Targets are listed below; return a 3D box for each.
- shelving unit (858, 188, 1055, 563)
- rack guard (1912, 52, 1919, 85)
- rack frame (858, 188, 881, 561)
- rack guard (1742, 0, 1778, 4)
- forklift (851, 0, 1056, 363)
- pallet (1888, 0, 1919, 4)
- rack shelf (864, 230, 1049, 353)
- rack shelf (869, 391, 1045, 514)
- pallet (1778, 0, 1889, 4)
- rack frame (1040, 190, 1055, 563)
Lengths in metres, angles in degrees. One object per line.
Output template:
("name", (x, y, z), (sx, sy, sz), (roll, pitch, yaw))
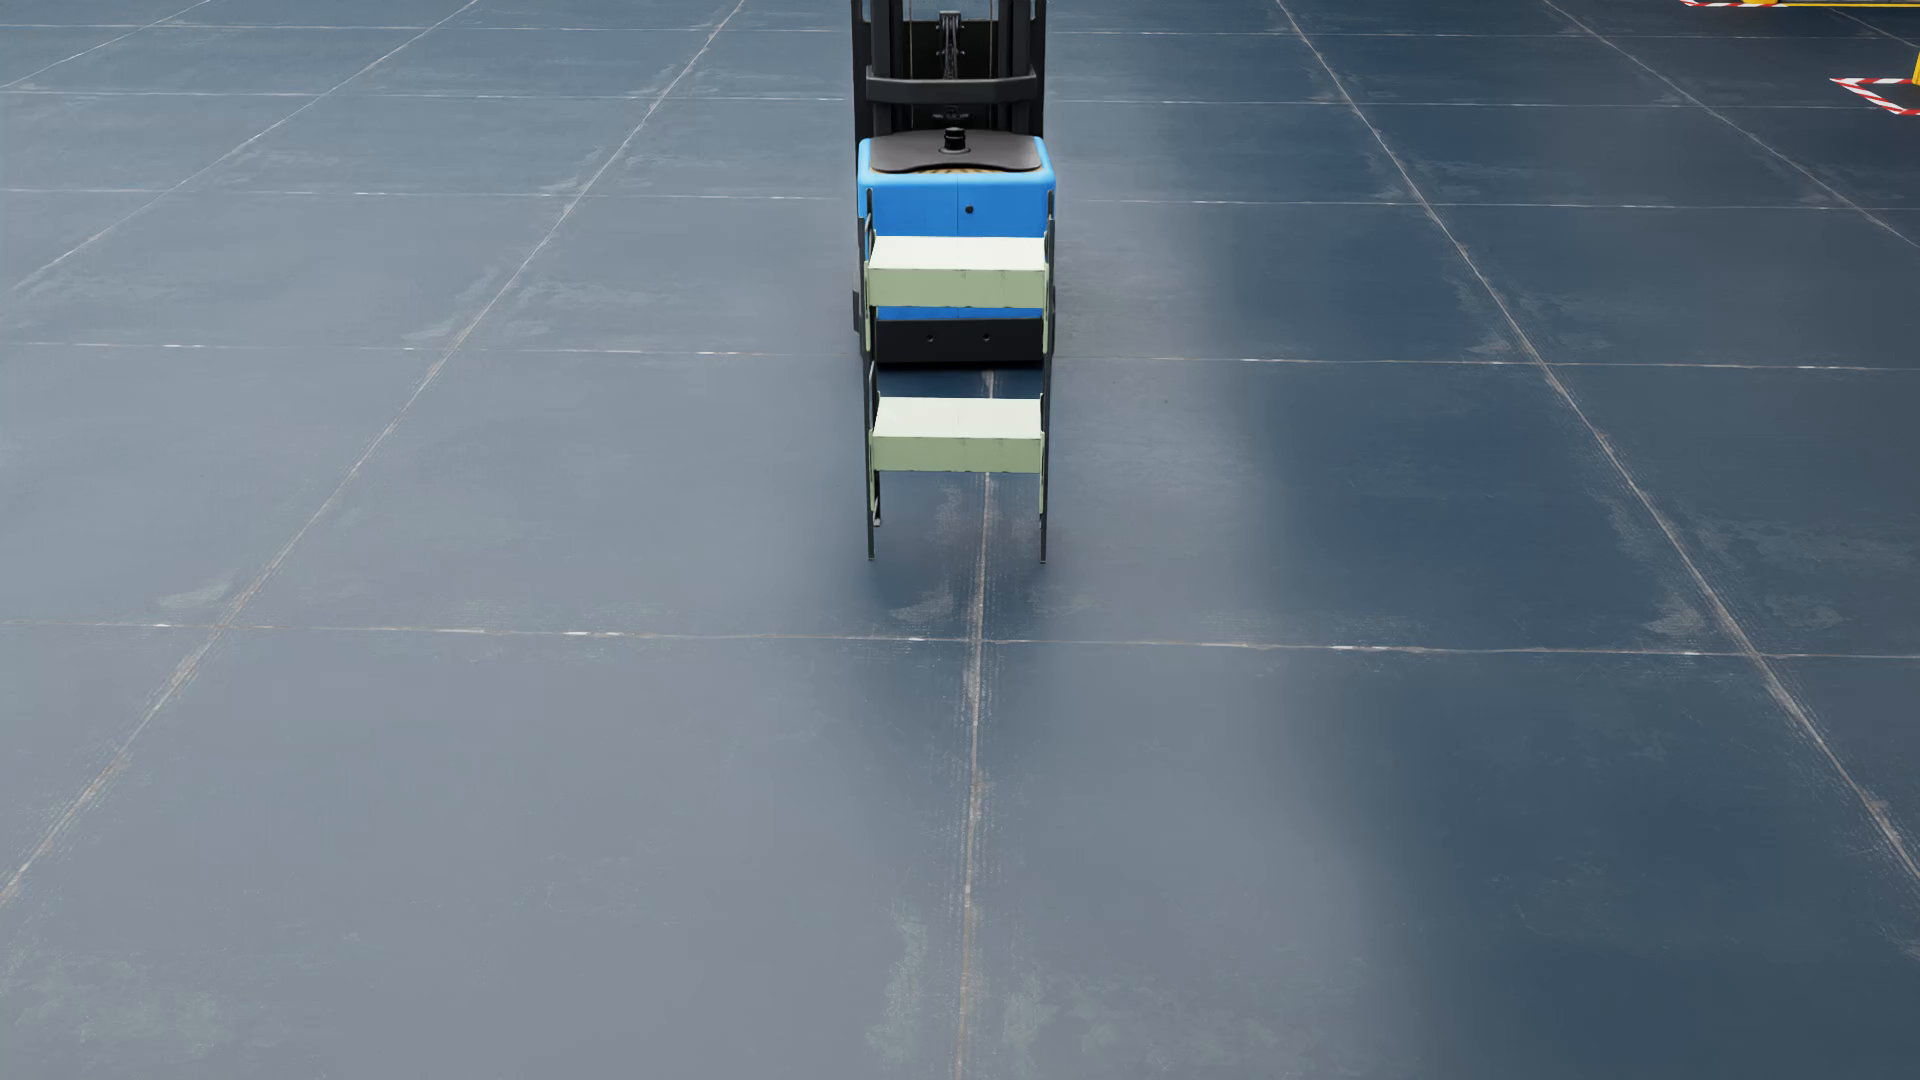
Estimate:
("shelving unit", (-0.007, -0.663, 6.899), (0.755, 1.500, 0.431), (1, 28, 2))
("rack guard", (8.782, -4.117, 14.483), (0.348, 0.500, 1.175), (1, 28, 2))
("rack frame", (-0.372, -0.669, 6.910), (0.023, 1.500, 0.400), (1, 28, 2))
("rack guard", (8.958, -6.458, 18.898), (0.348, 0.500, 1.175), (1, 28, 2))
("forklift", (-0.075, -2.893, 9.579), (1.130, 2.935, 3.031), (-1, 28, -2))
("pallet", (10.986, -6.293, 18.895), (1.213, 0.211, 1.003), (1, 28, 2))
("rack shelf", (-0.007, -1.008, 6.716), (0.720, 0.370, 0.431), (1, 28, 2))
("rack shelf", (-0.007, -0.375, 7.052), (0.720, 0.370, 0.431), (1, 28, 2))
("pallet", (9.770, -6.314, 18.936), (1.213, 0.211, 1.003), (1, 28, 2))
("rack frame", (0.359, -0.657, 6.888), (0.023, 1.500, 0.400), (1, 28, 2))
